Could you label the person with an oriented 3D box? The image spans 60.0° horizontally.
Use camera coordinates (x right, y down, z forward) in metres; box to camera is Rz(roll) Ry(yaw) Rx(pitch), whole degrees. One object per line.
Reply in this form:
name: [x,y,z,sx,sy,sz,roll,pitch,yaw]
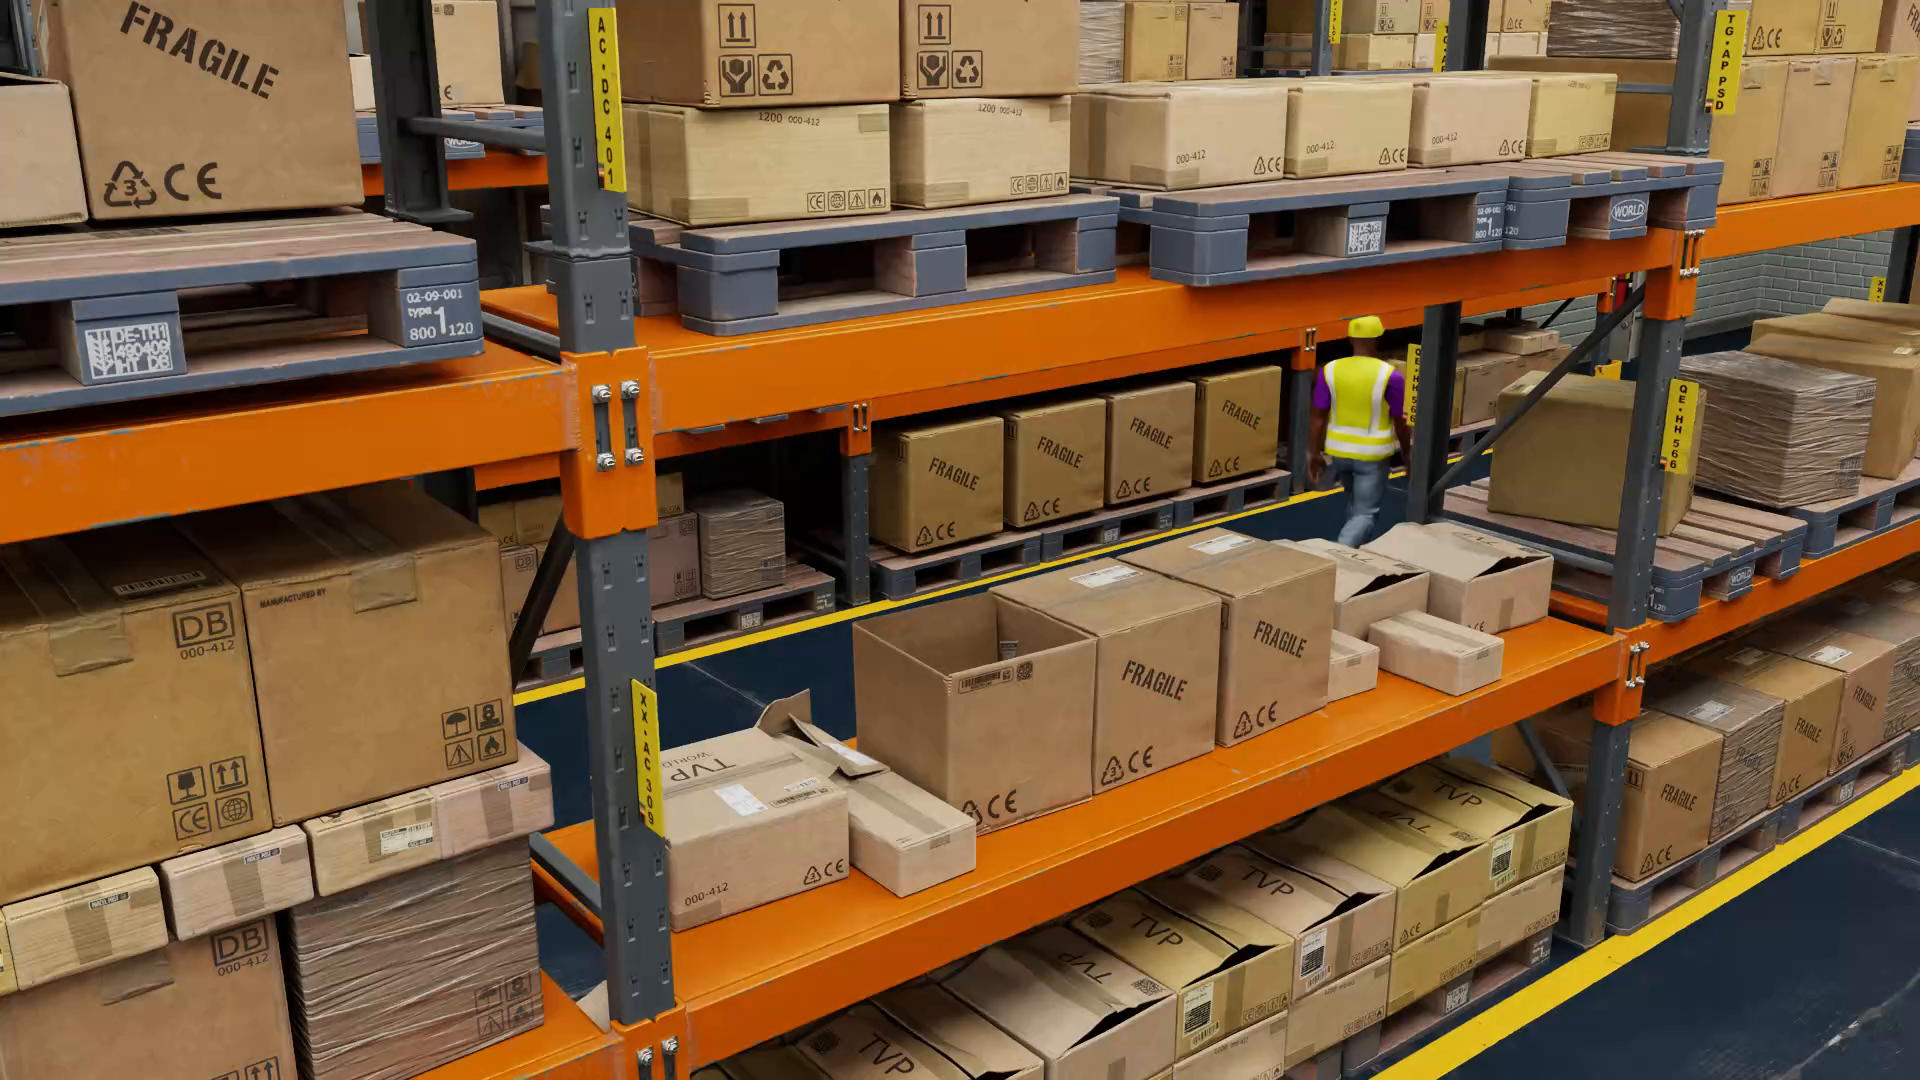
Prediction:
person: [2.462,-0.542,10.237,0.573,1.715,1.024,14,22,37]
